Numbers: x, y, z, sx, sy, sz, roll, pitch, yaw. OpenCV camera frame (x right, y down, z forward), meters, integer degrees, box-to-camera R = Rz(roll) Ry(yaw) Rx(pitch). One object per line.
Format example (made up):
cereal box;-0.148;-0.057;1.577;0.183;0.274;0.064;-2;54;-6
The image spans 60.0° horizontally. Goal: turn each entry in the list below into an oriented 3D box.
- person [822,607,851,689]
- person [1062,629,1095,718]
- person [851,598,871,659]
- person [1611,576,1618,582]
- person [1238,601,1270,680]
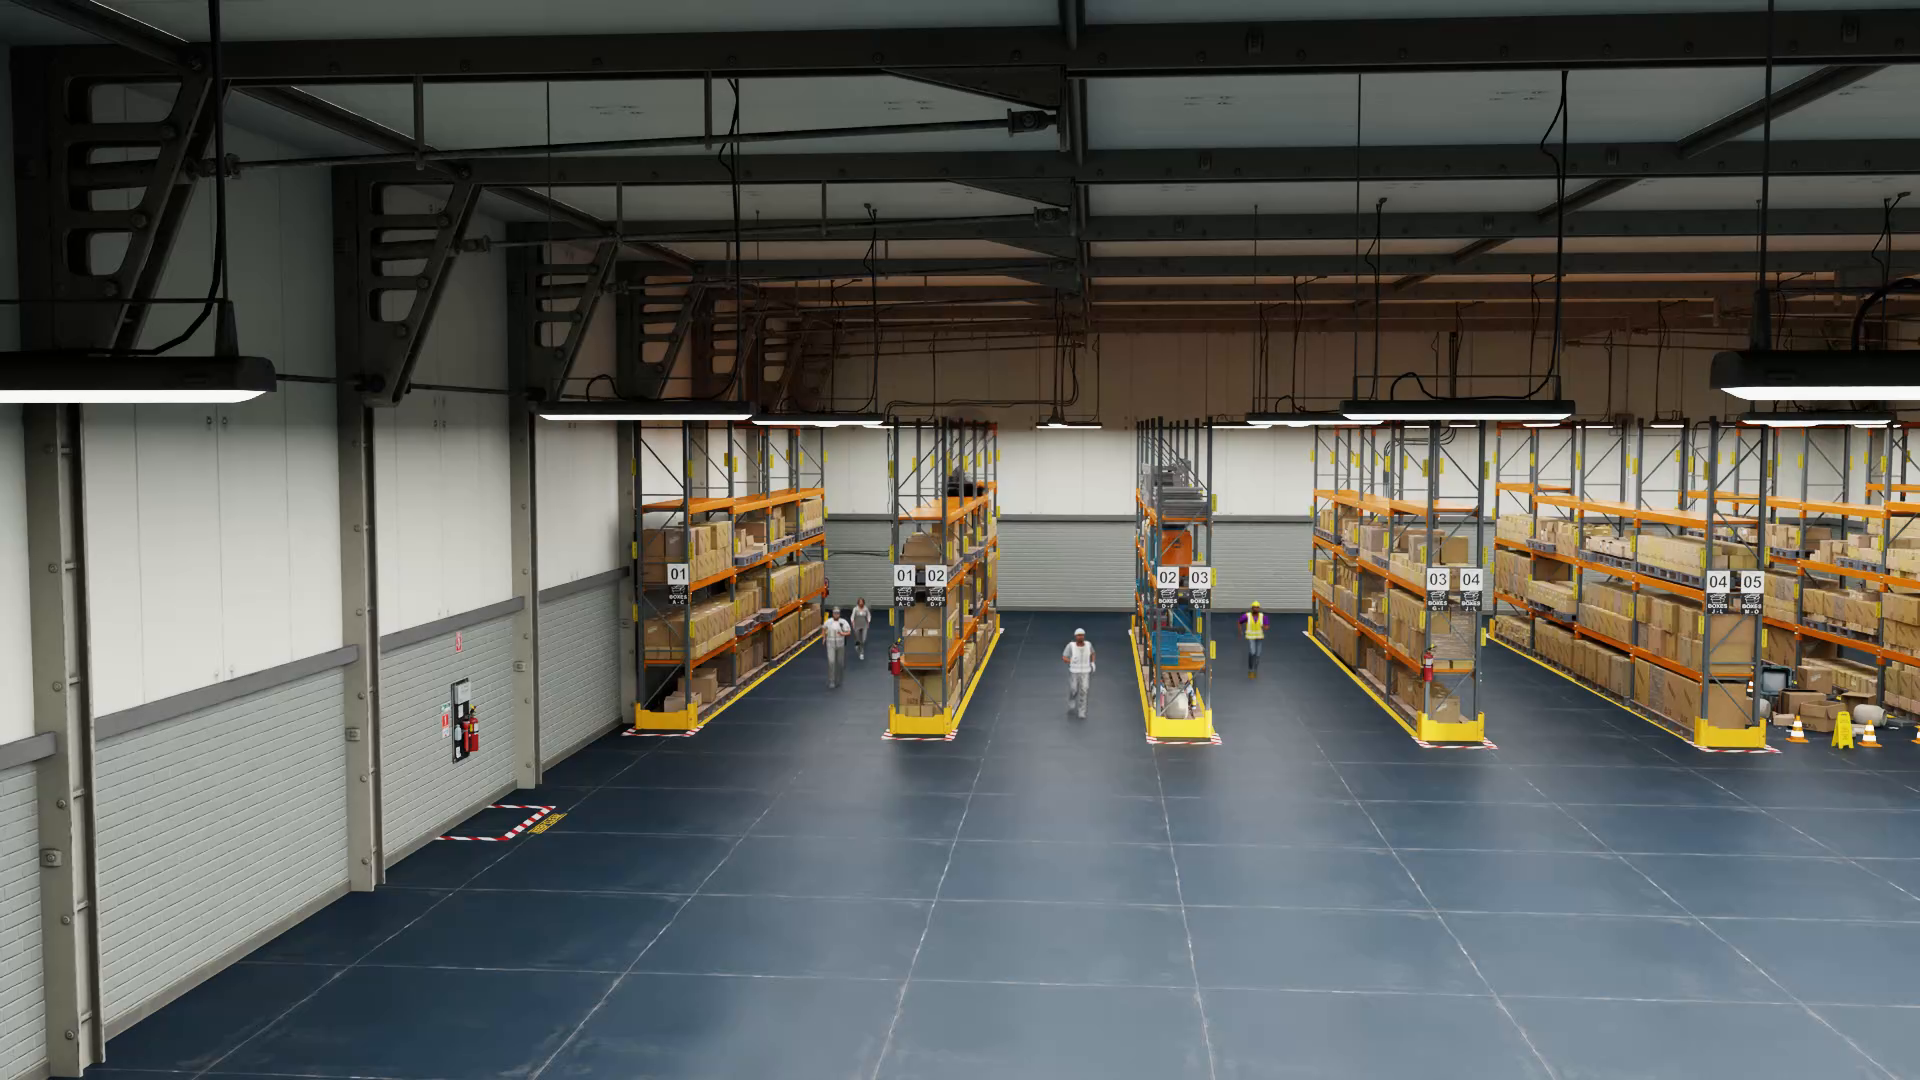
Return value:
person;-2.774;2.384;37.289;0.657;1.790;0.956;0;4;-4
person;2.394;2.651;33.413;0.699;1.759;0.847;0;4;-7
person;-2.506;2.263;41.997;0.521;1.459;0.598;-1;4;-10
person;18.654;1.779;47.228;0.850;1.701;0.666;1;4;10
person;6.831;2.328;38.556;0.674;1.823;0.755;0;4;-6
